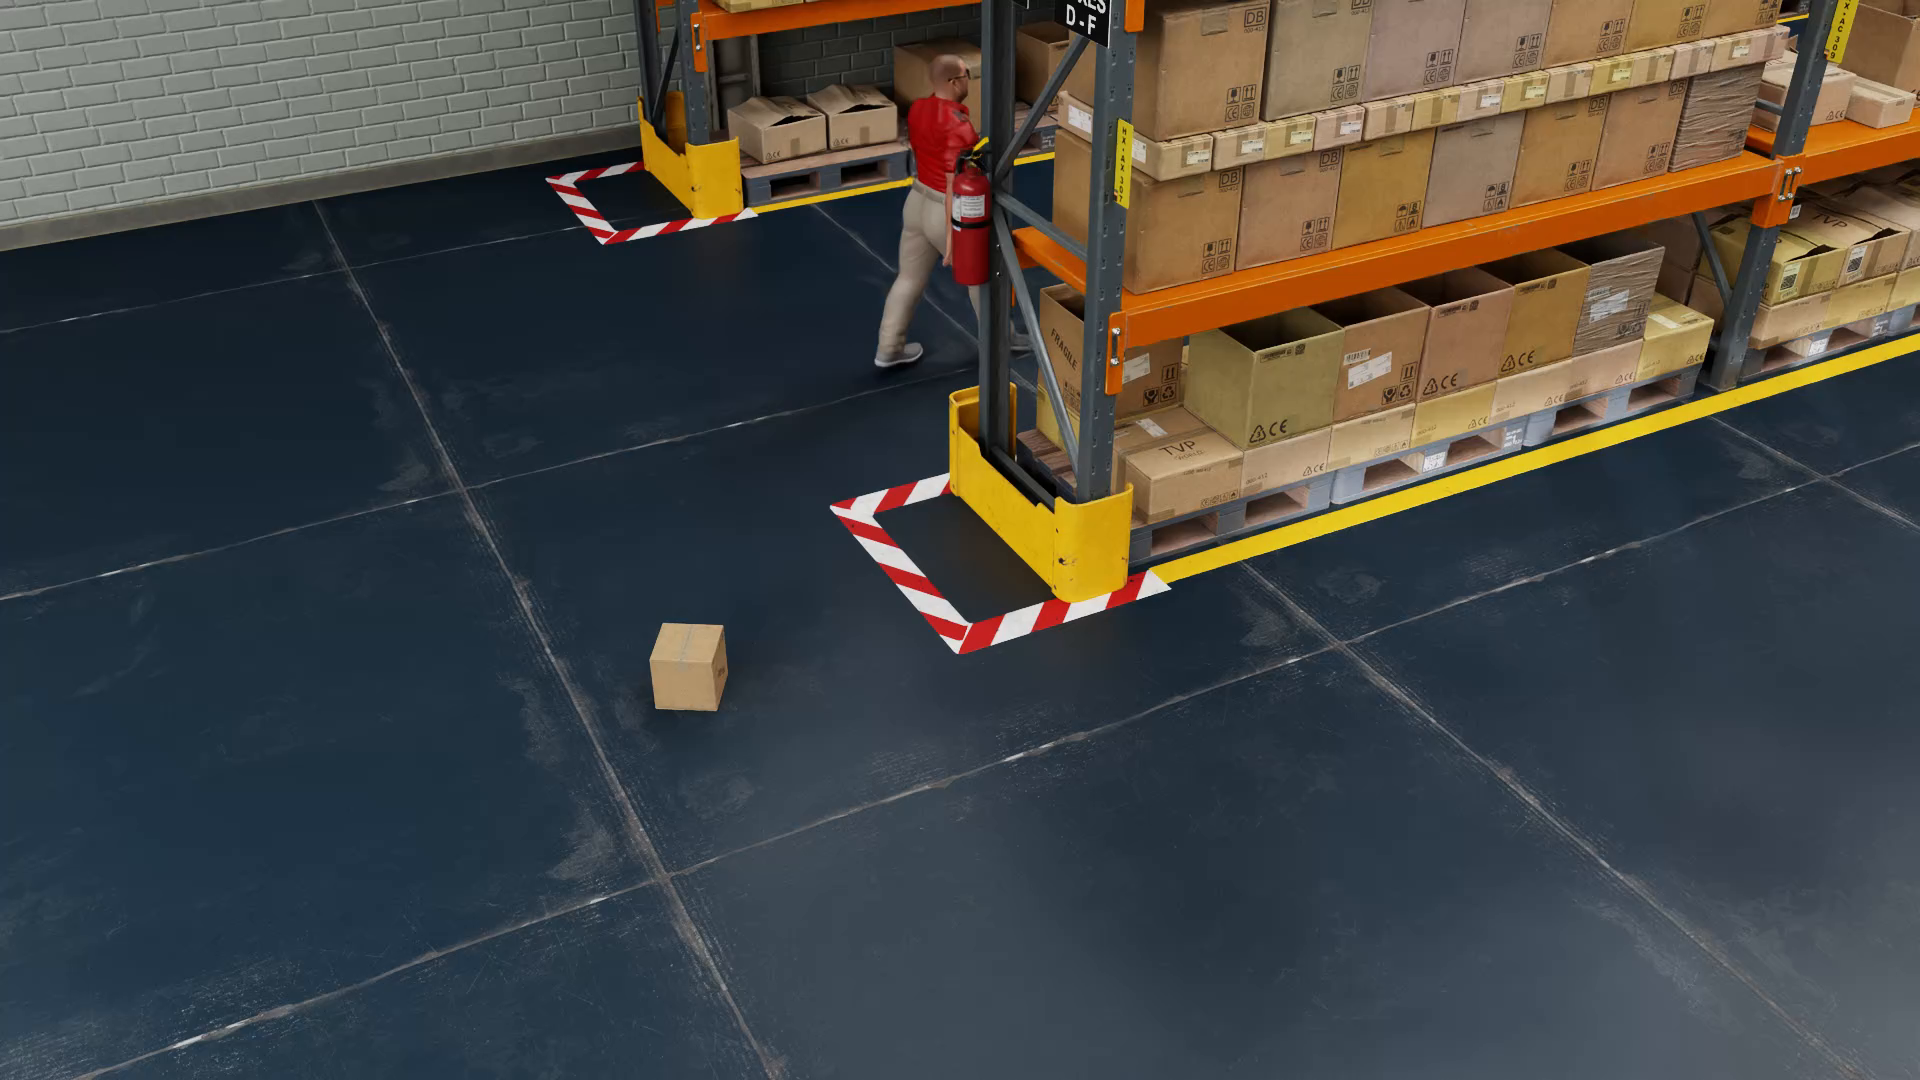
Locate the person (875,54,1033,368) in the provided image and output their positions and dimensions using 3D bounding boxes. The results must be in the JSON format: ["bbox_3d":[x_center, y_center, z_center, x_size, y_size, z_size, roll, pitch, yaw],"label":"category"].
[{"bbox_3d":[-0.027,-1.739,8.850,0.937,1.712,0.586,-23,39,-31],"label":"person"}]
